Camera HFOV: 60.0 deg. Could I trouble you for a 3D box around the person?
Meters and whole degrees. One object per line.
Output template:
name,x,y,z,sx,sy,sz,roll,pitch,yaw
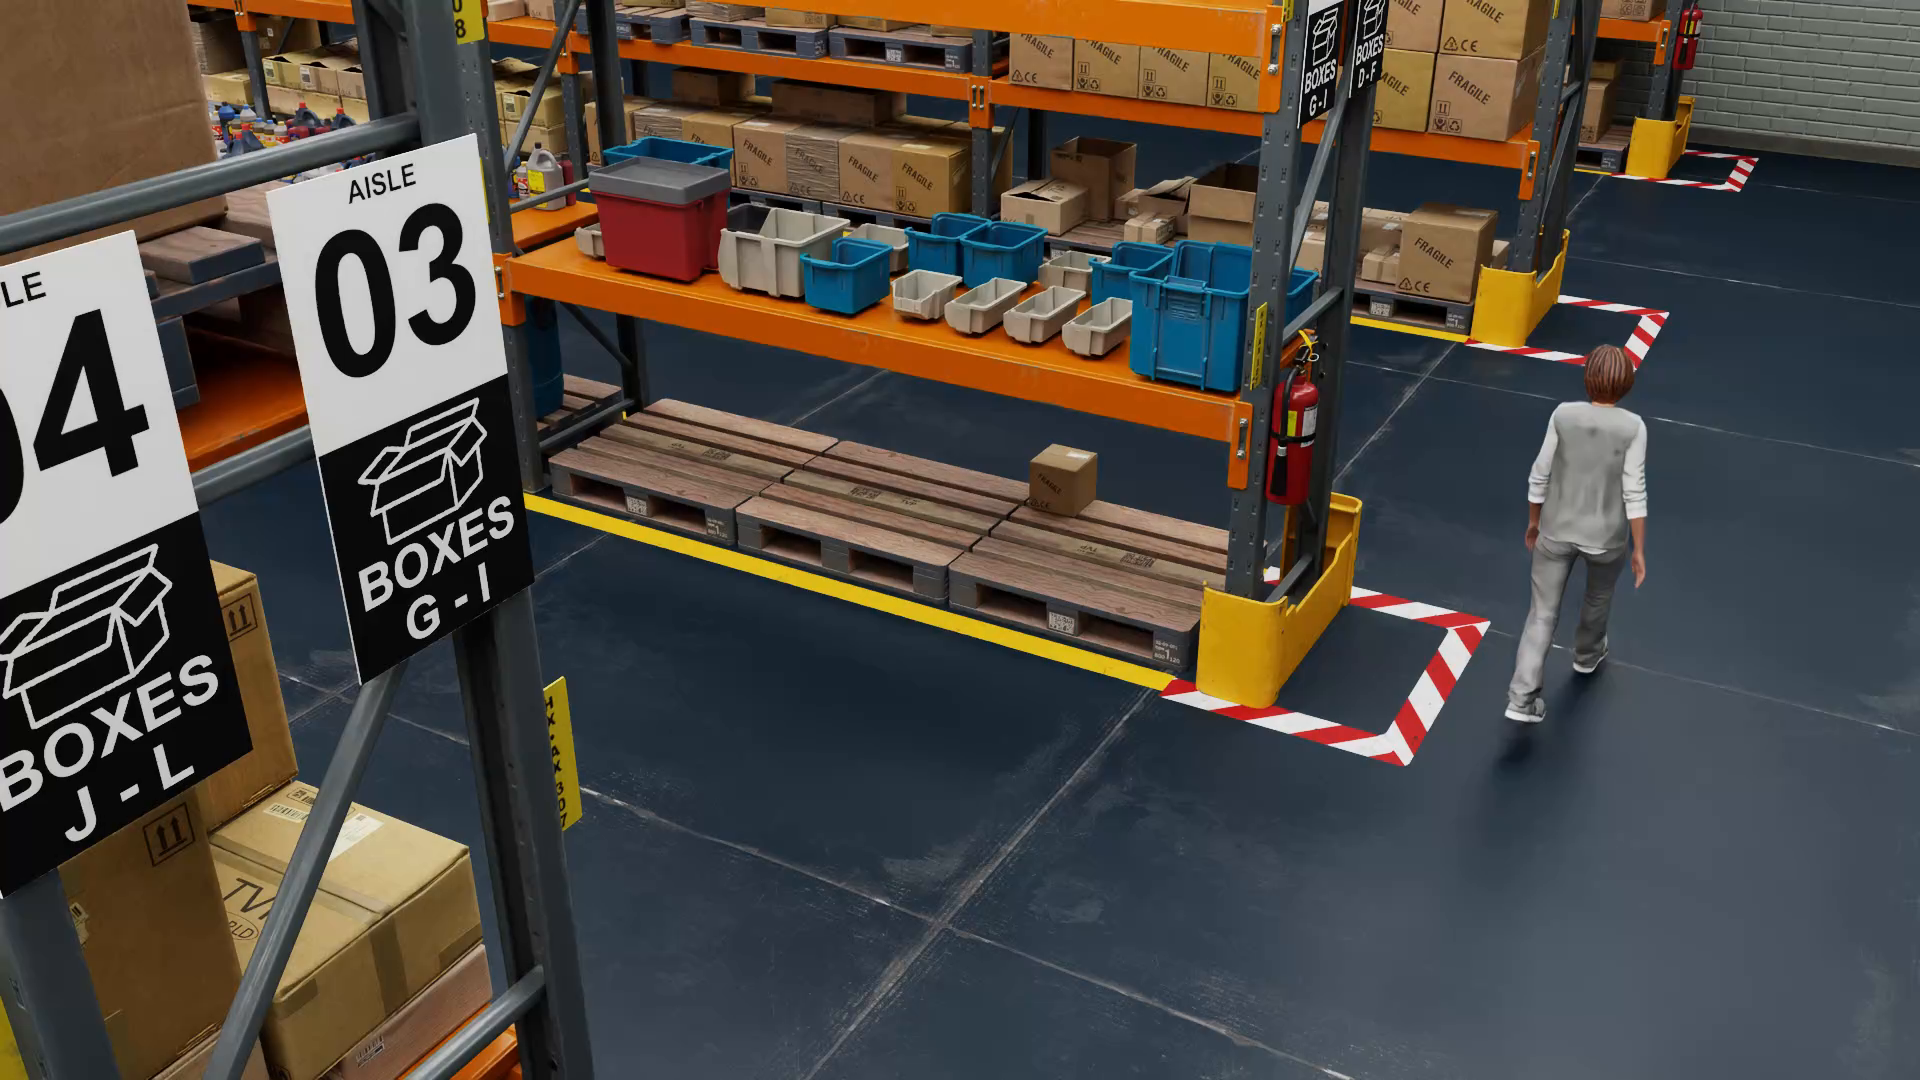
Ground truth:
person,2.519,-0.025,6.701,0.508,1.534,0.999,12,29,23
